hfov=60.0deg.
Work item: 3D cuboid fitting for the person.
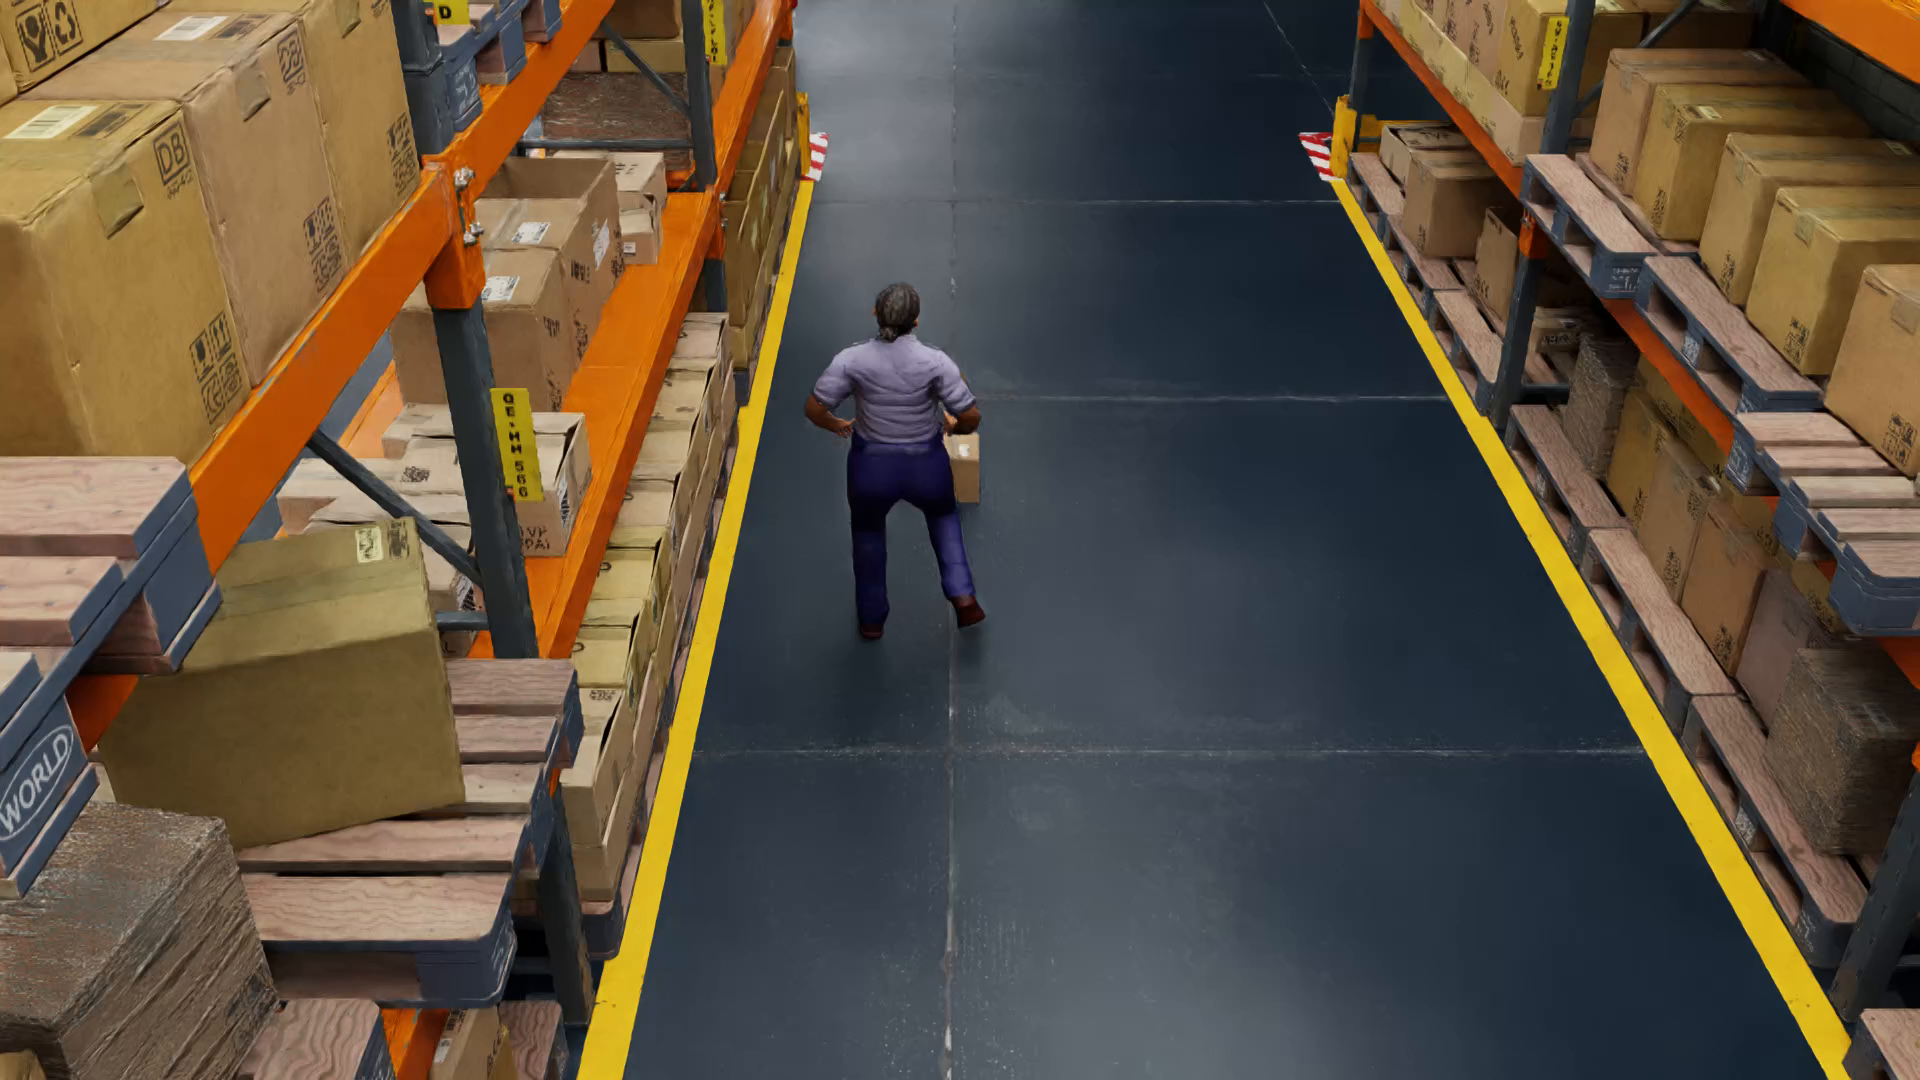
[{"bbox_3d":[-0.254,-0.308,6.690,0.708,1.615,0.471,-2,32,-4],"label":"person"}]
